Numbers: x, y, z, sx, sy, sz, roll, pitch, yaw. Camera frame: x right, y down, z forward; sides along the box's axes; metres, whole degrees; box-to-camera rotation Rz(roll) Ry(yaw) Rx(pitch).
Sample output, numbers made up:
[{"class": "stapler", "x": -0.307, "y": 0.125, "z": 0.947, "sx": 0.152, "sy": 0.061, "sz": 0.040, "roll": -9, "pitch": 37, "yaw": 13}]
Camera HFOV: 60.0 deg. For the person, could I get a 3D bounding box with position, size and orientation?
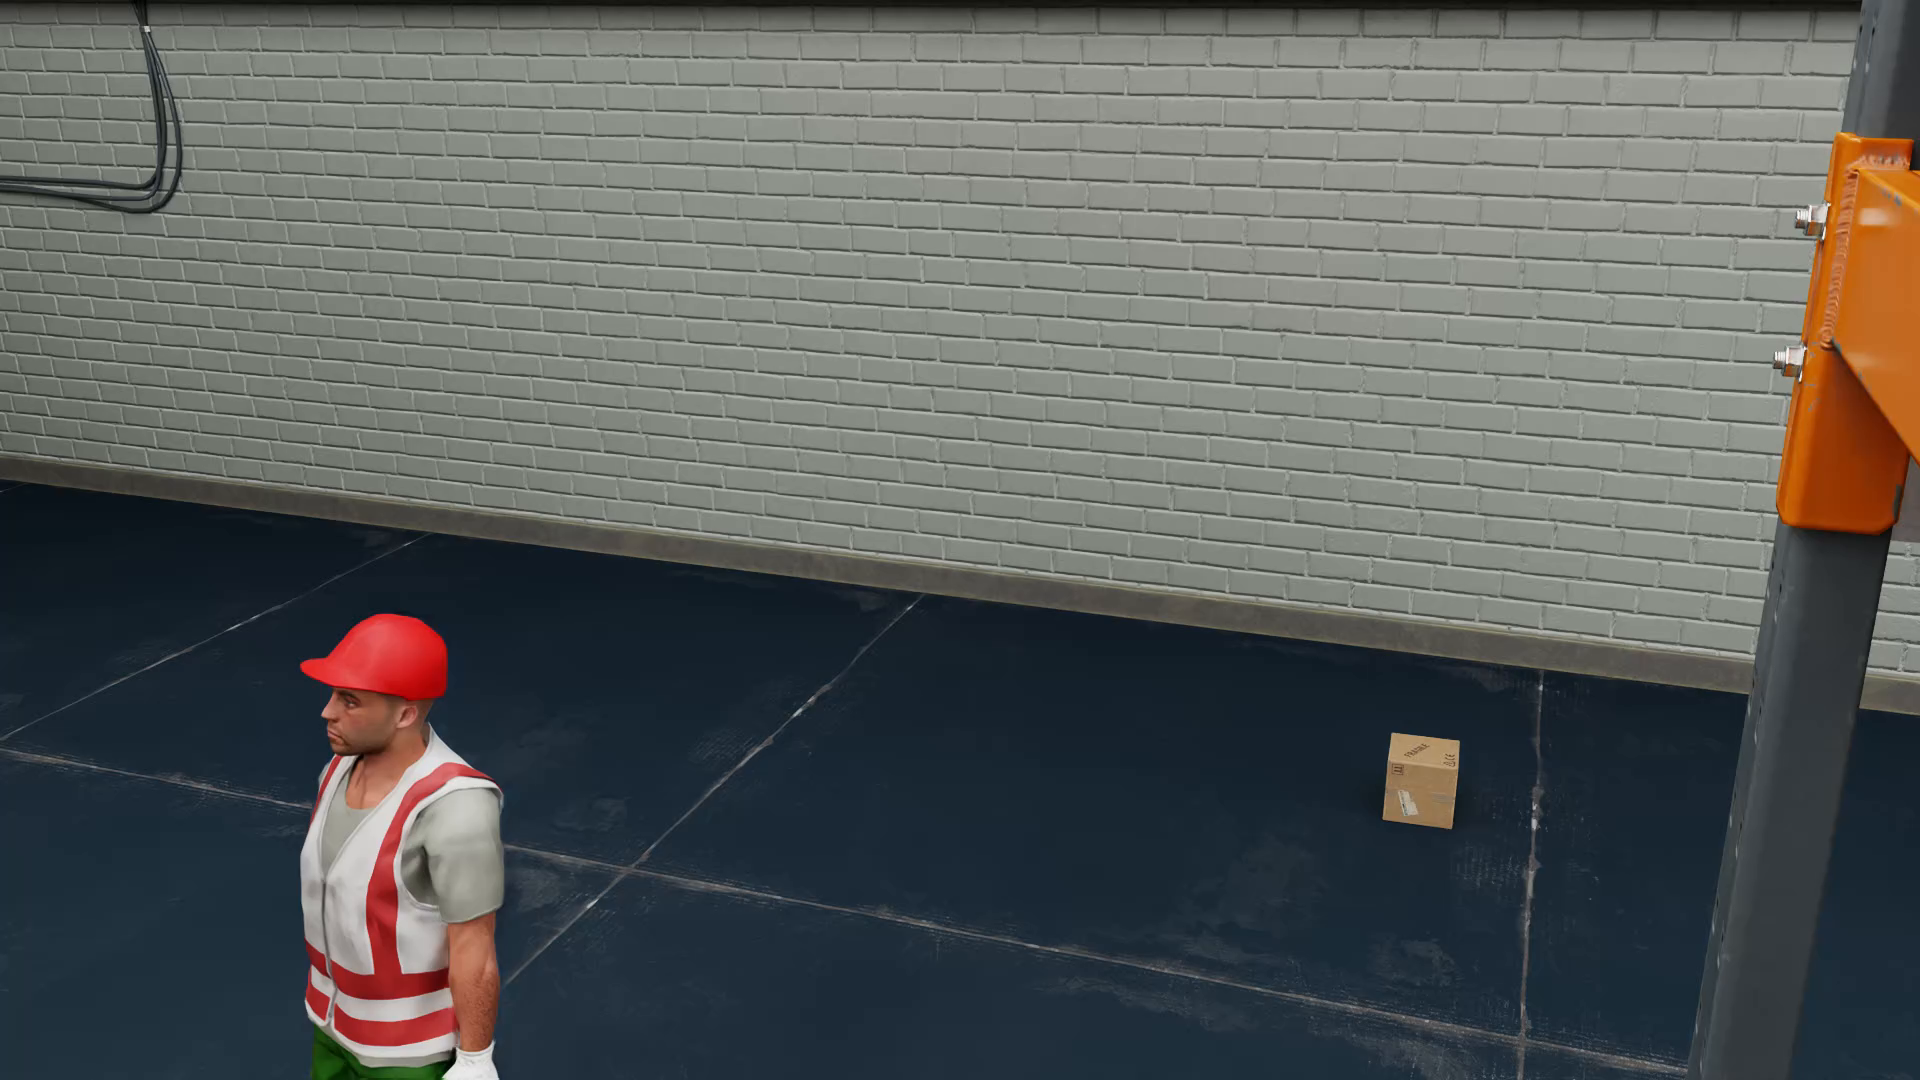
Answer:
[{"class": "person", "x": -1.133, "y": 0.999, "z": 3.459, "sx": 0.558, "sy": 1.778, "sz": 0.555, "roll": 15, "pitch": 23, "yaw": 37}]
